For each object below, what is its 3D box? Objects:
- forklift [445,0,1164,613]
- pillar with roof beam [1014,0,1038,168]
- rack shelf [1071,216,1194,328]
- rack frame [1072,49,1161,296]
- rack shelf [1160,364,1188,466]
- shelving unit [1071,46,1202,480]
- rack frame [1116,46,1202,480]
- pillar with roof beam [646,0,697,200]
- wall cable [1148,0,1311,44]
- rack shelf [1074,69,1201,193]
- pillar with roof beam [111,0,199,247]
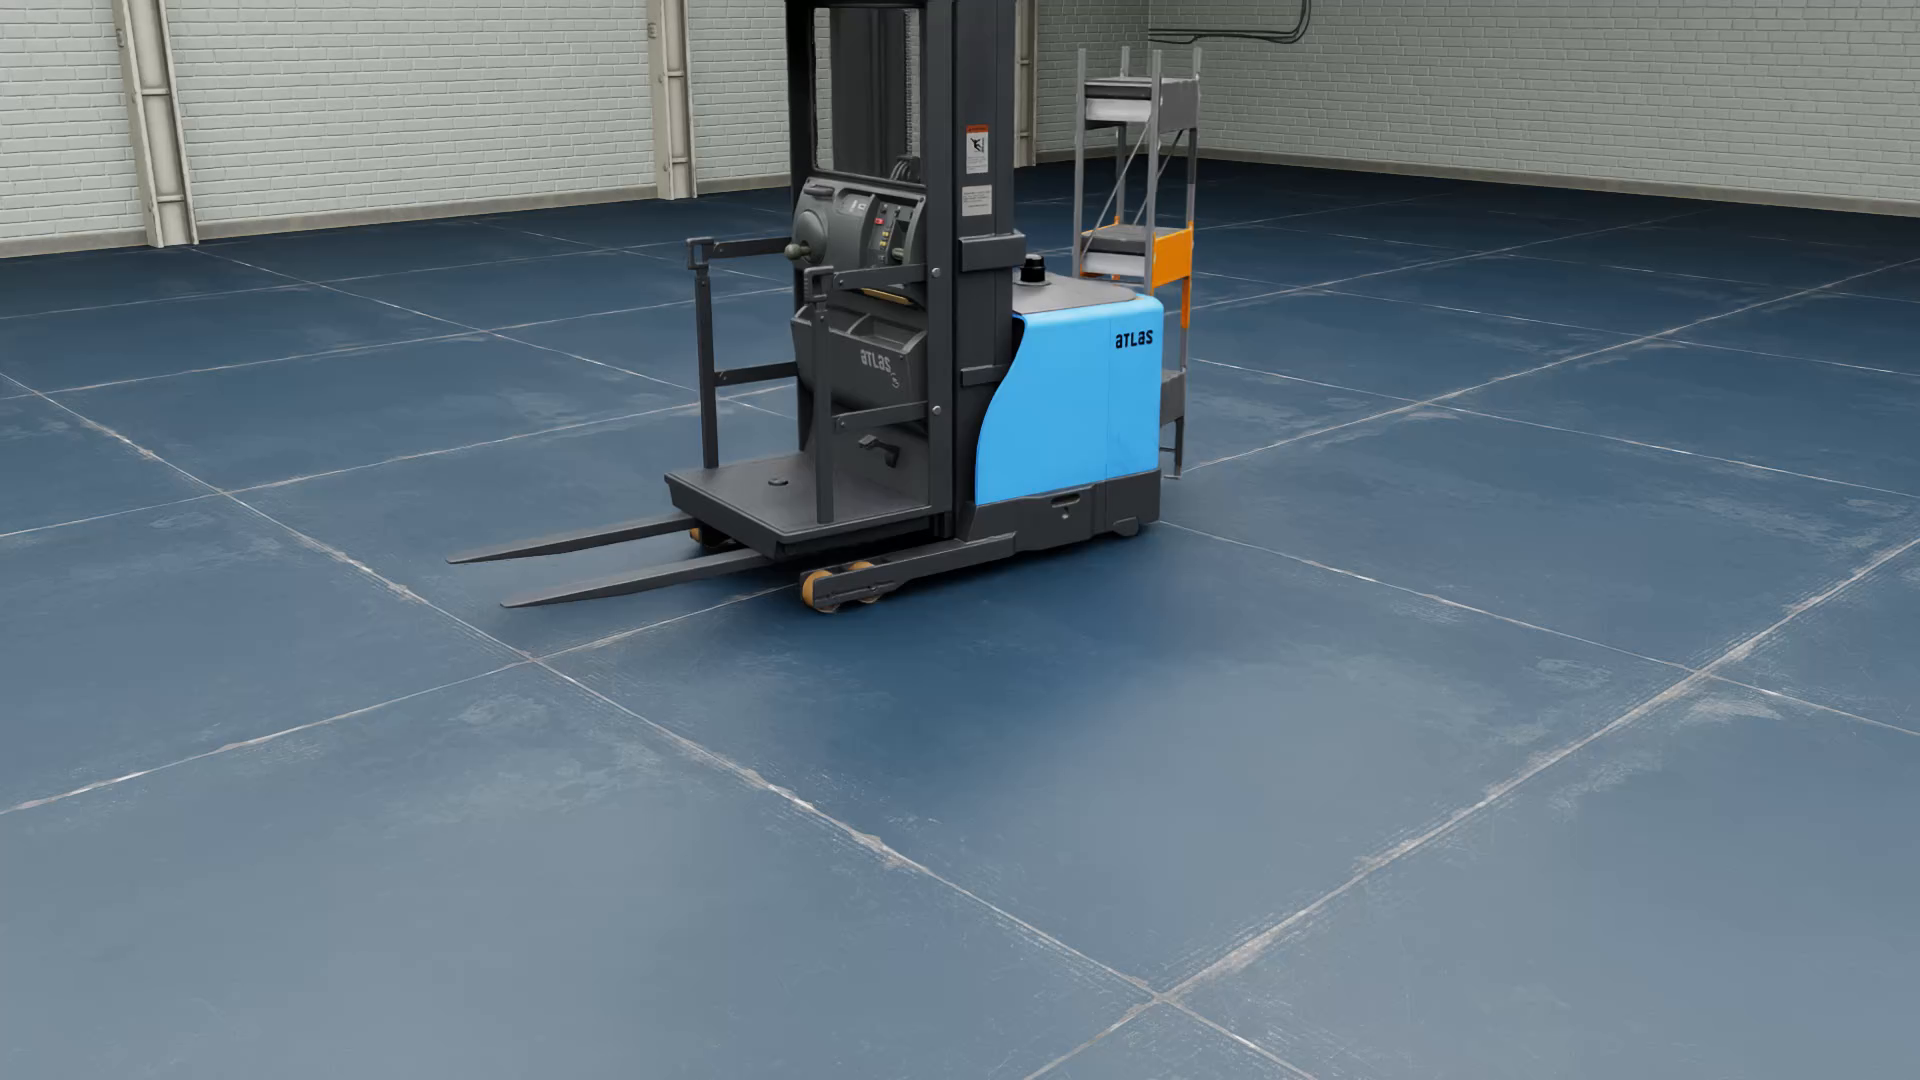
[{"bbox_3d":[-0.592,-1.291,6.714,3.031,2.935,1.130,-12,22,-33],"label":"forklift"},{"bbox_3d":[3.826,-8.813,20.075,0.400,9.000,9.100,-16,24,-41],"label":"pillar with roof beam"},{"bbox_3d":[0.829,-1.257,7.996,0.431,0.518,0.480,10,21,28],"label":"rack shelf"},{"bbox_3d":[0.711,-1.204,7.790,0.400,2.100,0.015,10,21,28],"label":"rack frame"},{"bbox_3d":[0.826,-0.591,8.214,0.431,0.518,0.480,10,21,28],"label":"rack shelf"},{"bbox_3d":[0.829,-1.270,7.992,0.431,2.100,0.503,10,21,28],"label":"shelving unit"},{"bbox_3d":[0.948,-1.335,8.195,0.400,2.100,0.015,10,21,28],"label":"rack frame"},{"bbox_3d":[-0.533,-7.541,16.153,0.400,9.000,9.100,-16,24,-41],"label":"pillar with roof beam"},{"bbox_3d":[3.918,-8.628,24.540,0.112,2.526,3.097,-16,24,-41],"label":"wall cable"},{"bbox_3d":[0.832,-1.922,7.779,0.431,0.518,0.480,10,21,28],"label":"rack shelf"},{"bbox_3d":[-4.893,-6.270,12.232,0.400,9.000,9.100,-16,24,-41],"label":"pillar with roof beam"}]
